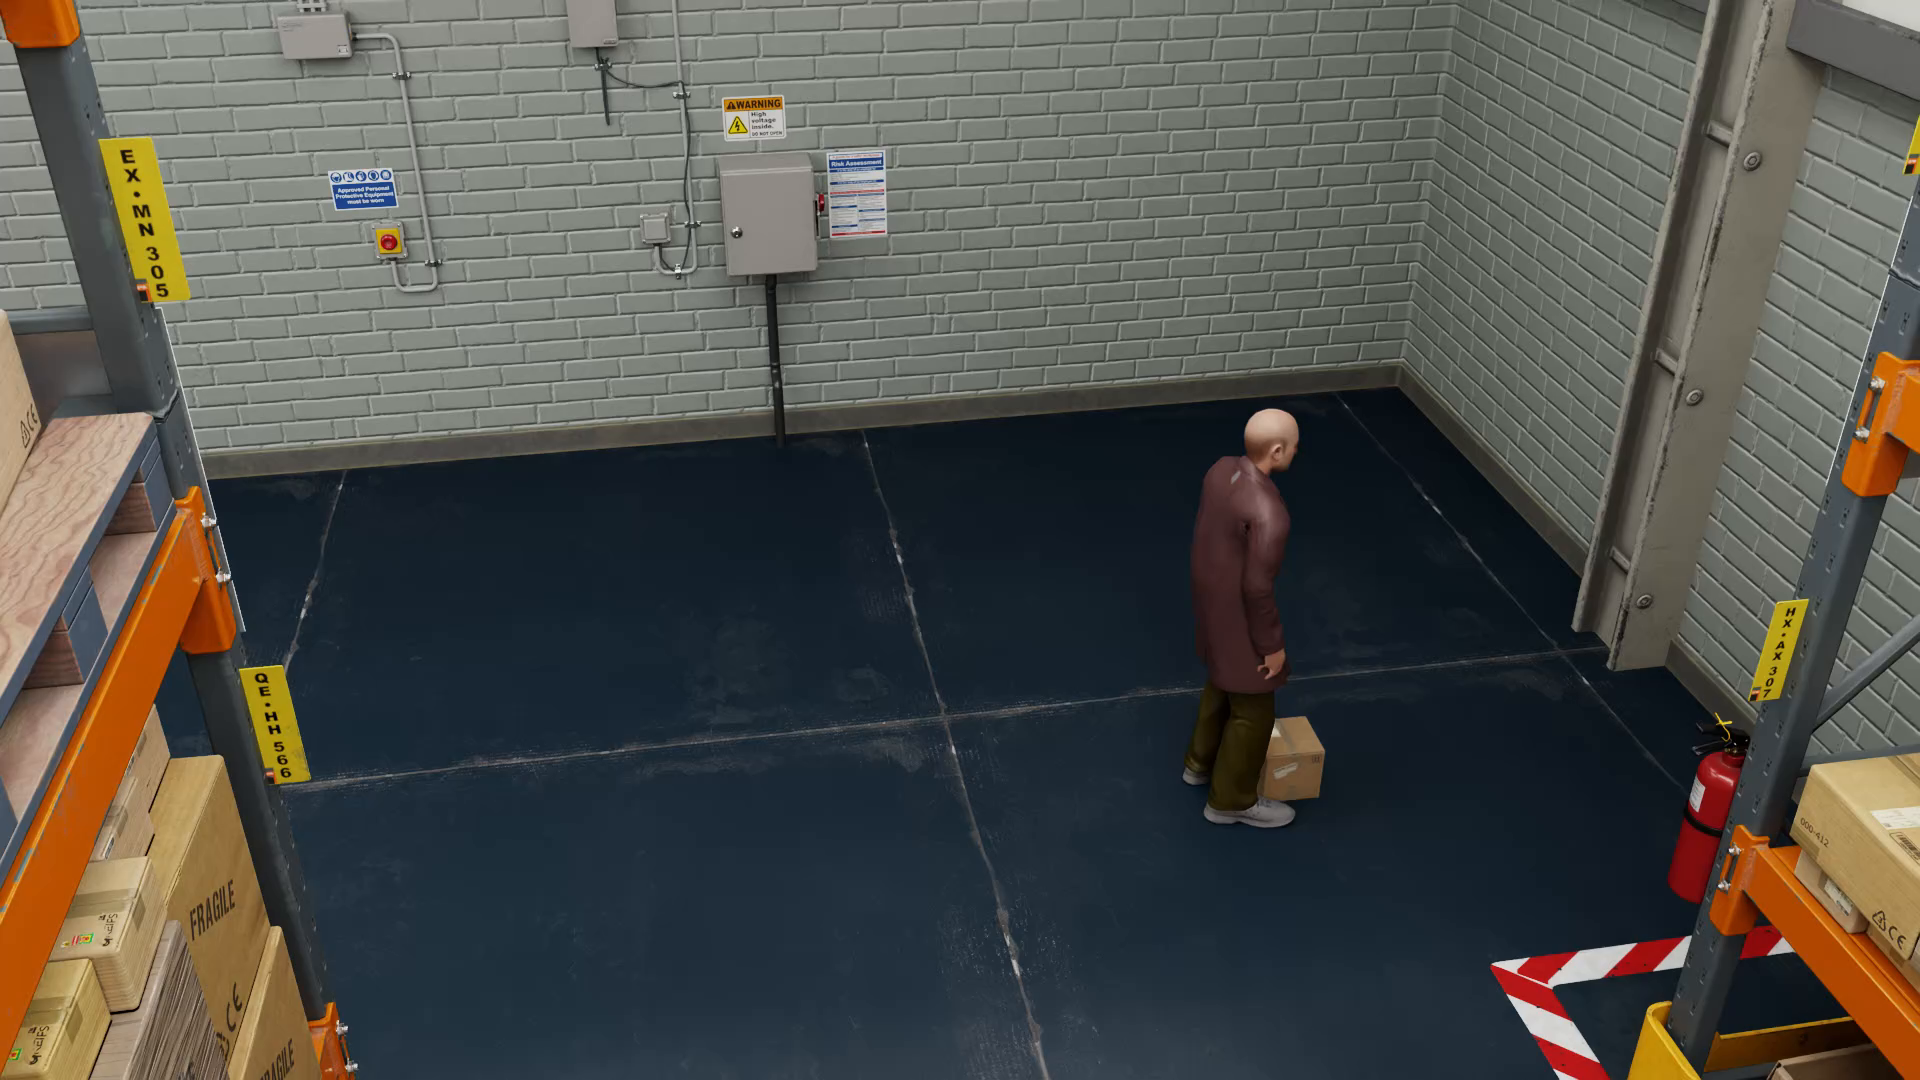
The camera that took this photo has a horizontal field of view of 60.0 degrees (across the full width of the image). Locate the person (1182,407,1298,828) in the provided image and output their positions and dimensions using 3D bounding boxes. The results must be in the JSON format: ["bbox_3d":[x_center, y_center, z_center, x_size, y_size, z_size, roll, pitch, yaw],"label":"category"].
[{"bbox_3d":[1.130,0.296,6.641,0.429,1.772,0.646,-7,31,-12],"label":"person"}]
